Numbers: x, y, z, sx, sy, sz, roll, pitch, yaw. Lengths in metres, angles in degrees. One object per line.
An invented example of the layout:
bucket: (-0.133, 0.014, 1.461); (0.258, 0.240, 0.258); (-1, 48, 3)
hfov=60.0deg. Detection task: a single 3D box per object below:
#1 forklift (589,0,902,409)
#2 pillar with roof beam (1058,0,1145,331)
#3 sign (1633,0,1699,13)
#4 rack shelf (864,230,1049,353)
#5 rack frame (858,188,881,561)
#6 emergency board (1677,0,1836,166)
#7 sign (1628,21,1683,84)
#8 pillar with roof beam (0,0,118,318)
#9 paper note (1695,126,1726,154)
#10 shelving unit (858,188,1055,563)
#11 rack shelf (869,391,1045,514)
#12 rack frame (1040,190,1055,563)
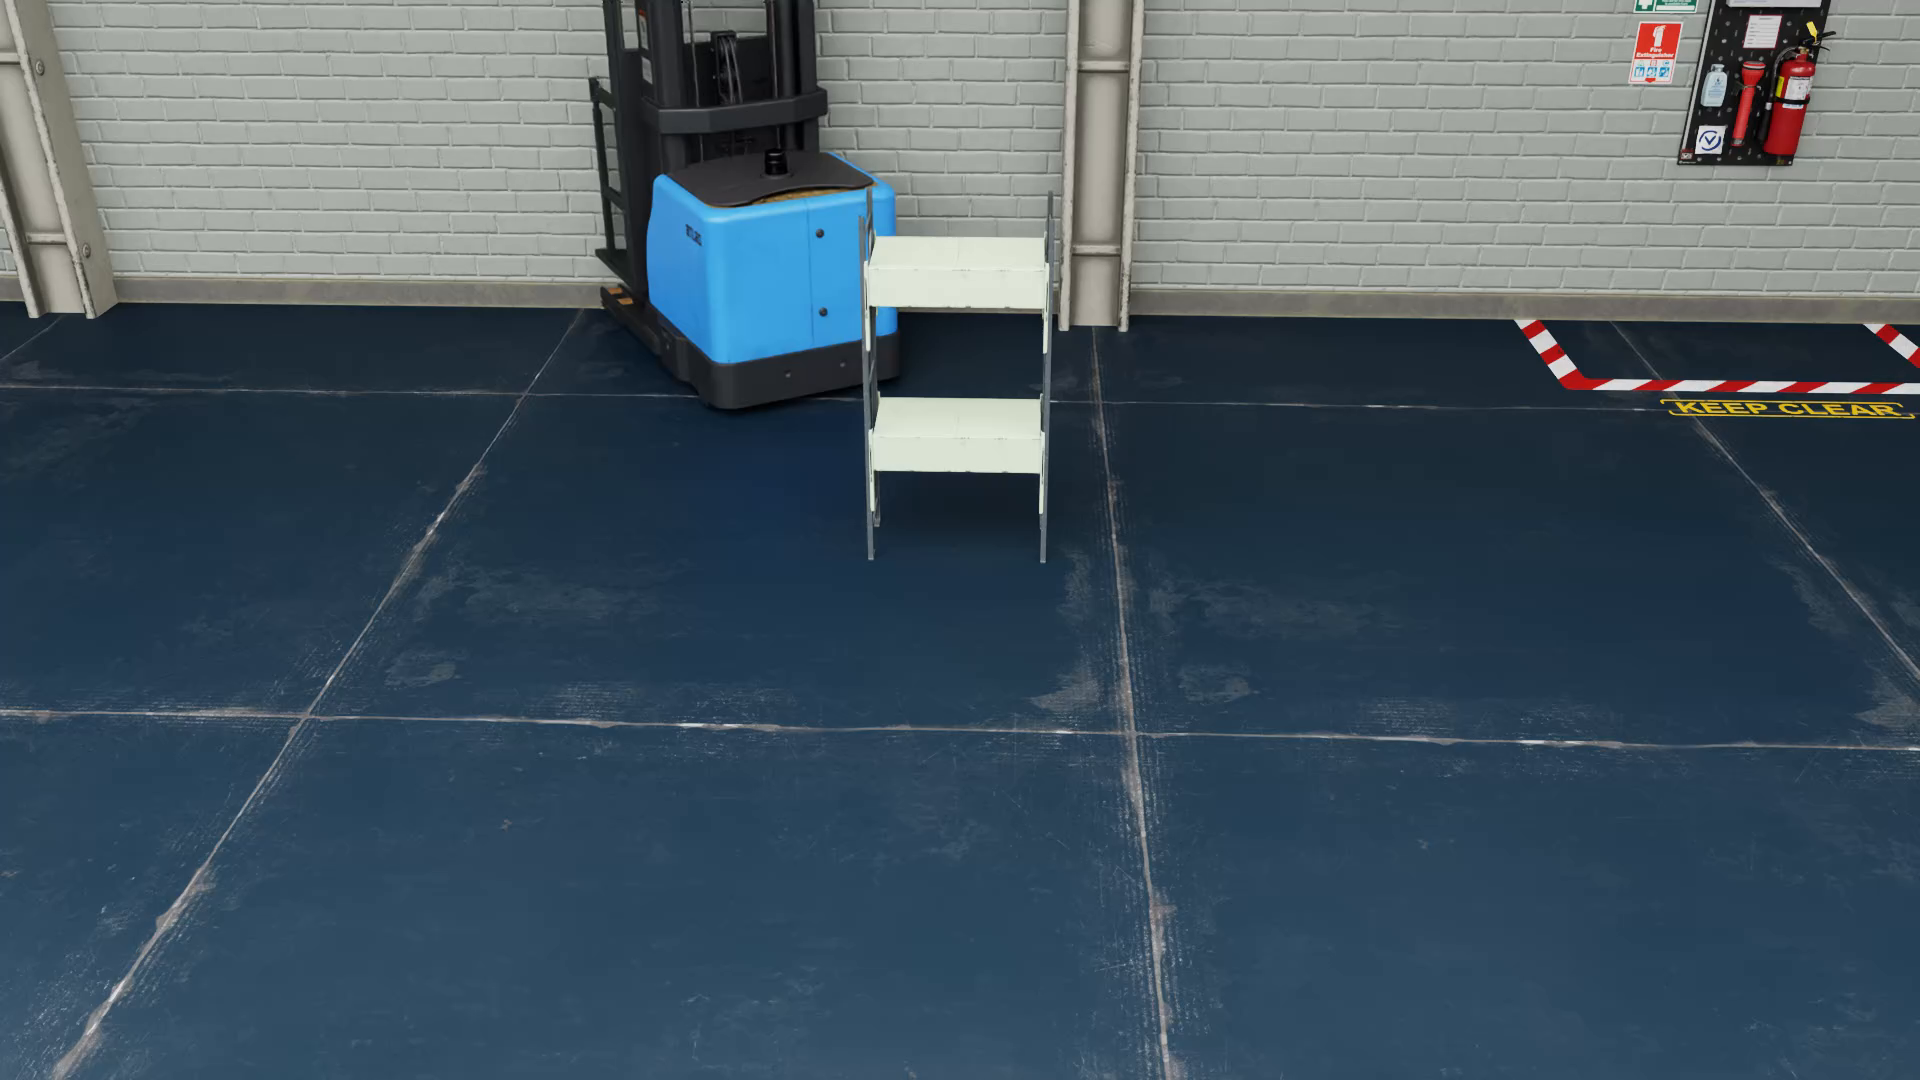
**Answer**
forklift: (-1.441, -2.610, 9.044); (1.130, 2.935, 3.031); (-14, 31, -24)
pillar with roof beam: (0.617, -3.228, 3.731); (0.400, 9.000, 9.100); (1, 28, 2)
sign: (3.752, -2.855, 8.829); (0.331, 0.109, 0.001); (1, 28, 2)
rack shelf: (-0.007, -1.008, 6.716); (0.720, 0.370, 0.431); (1, 28, 2)
rack frame: (-0.372, -0.669, 6.910); (0.023, 1.500, 0.400); (1, 28, 2)
emergency board: (4.297, -2.552, 8.861); (0.643, 1.169, 0.194); (1, 28, 2)
sign: (3.748, -2.625, 8.961); (0.234, 0.329, 0.001); (1, 28, 2)
pillar with roof beam: (-5.380, -3.327, 3.918); (0.400, 9.000, 9.100); (1, 28, 2)
paper note: (4.122, -2.198, 9.133); (0.142, 0.148, 0.016); (1, 28, 2)
shelving unit: (-0.007, -0.663, 6.899); (0.755, 1.500, 0.431); (1, 28, 2)
rack shelf: (-0.007, -0.375, 7.052); (0.720, 0.370, 0.431); (1, 28, 2)
rack frame: (0.359, -0.657, 6.888); (0.023, 1.500, 0.400); (1, 28, 2)
